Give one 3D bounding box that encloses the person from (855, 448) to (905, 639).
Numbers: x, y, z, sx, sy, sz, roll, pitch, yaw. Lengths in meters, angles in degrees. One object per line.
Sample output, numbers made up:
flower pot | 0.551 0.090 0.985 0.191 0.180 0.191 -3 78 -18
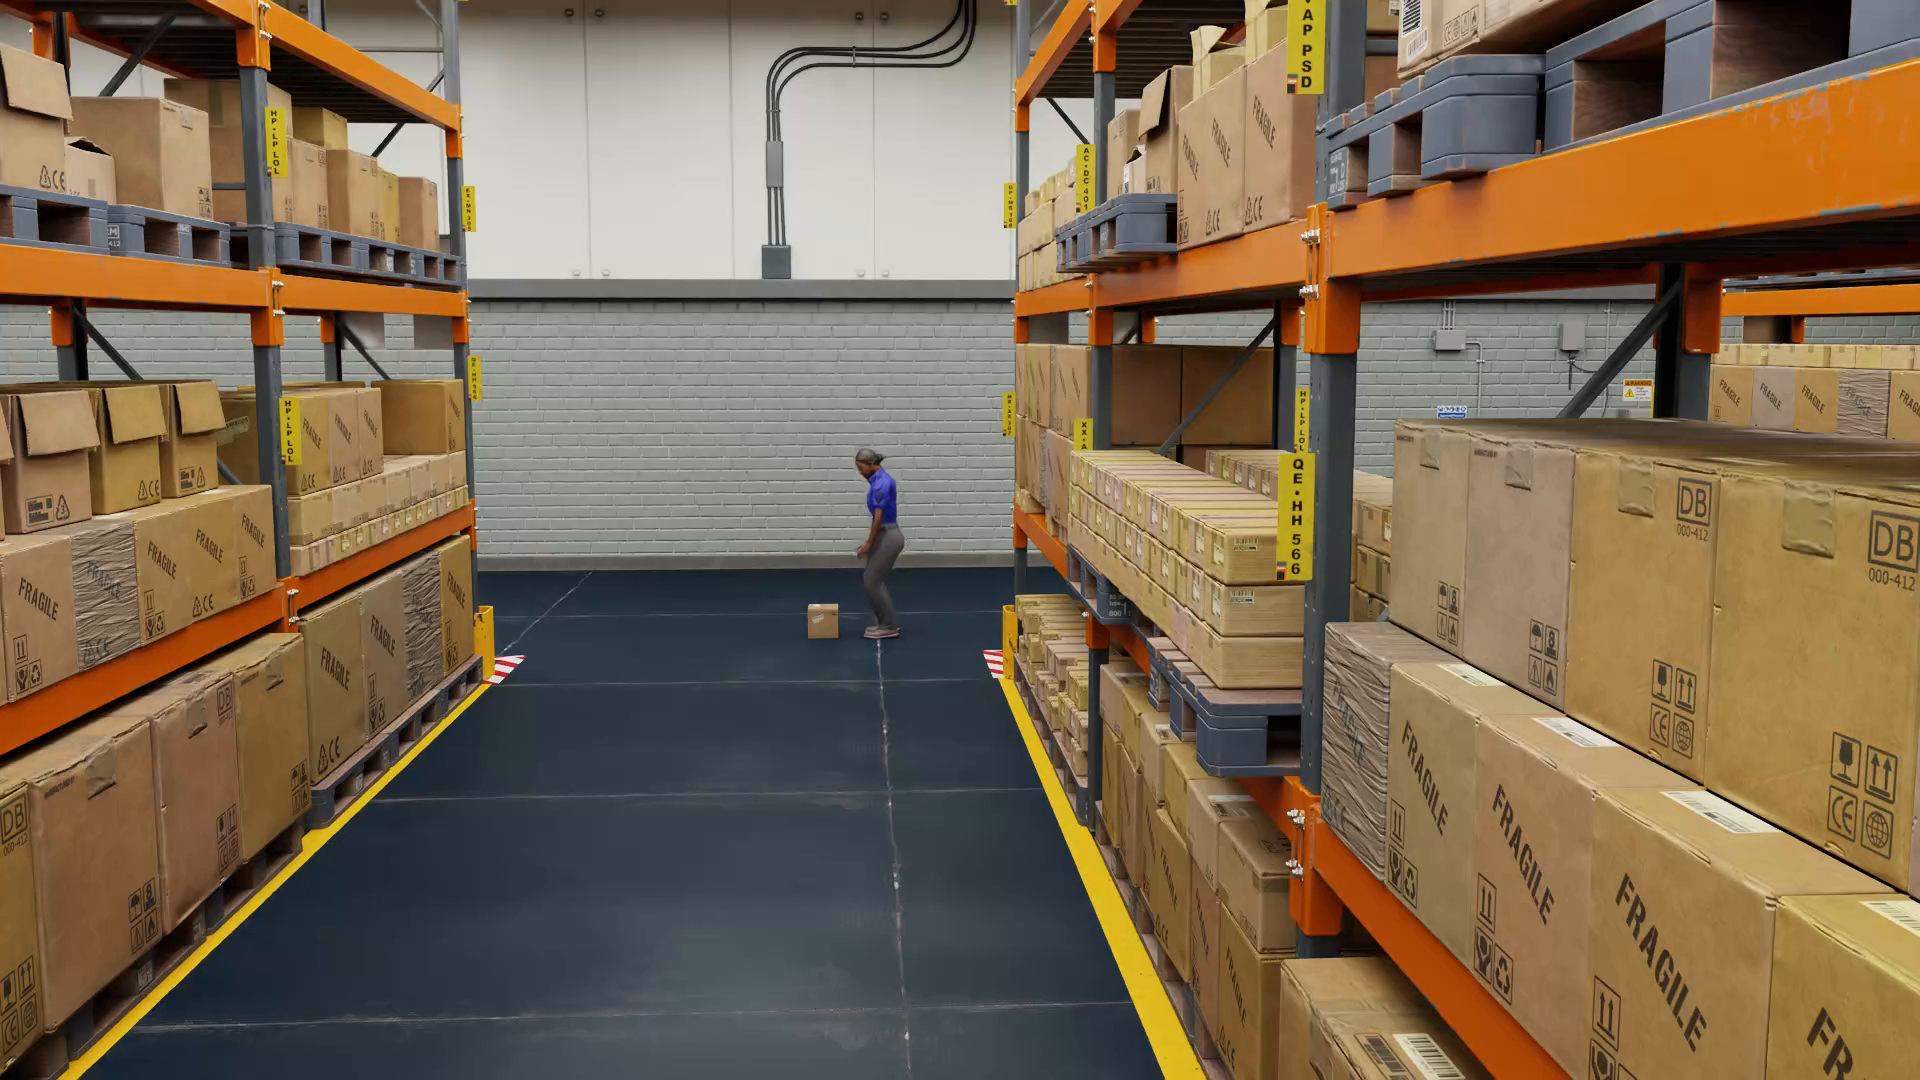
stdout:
person | -0.666 0.028 13.891 0.411 1.588 0.465 0 7 -2
